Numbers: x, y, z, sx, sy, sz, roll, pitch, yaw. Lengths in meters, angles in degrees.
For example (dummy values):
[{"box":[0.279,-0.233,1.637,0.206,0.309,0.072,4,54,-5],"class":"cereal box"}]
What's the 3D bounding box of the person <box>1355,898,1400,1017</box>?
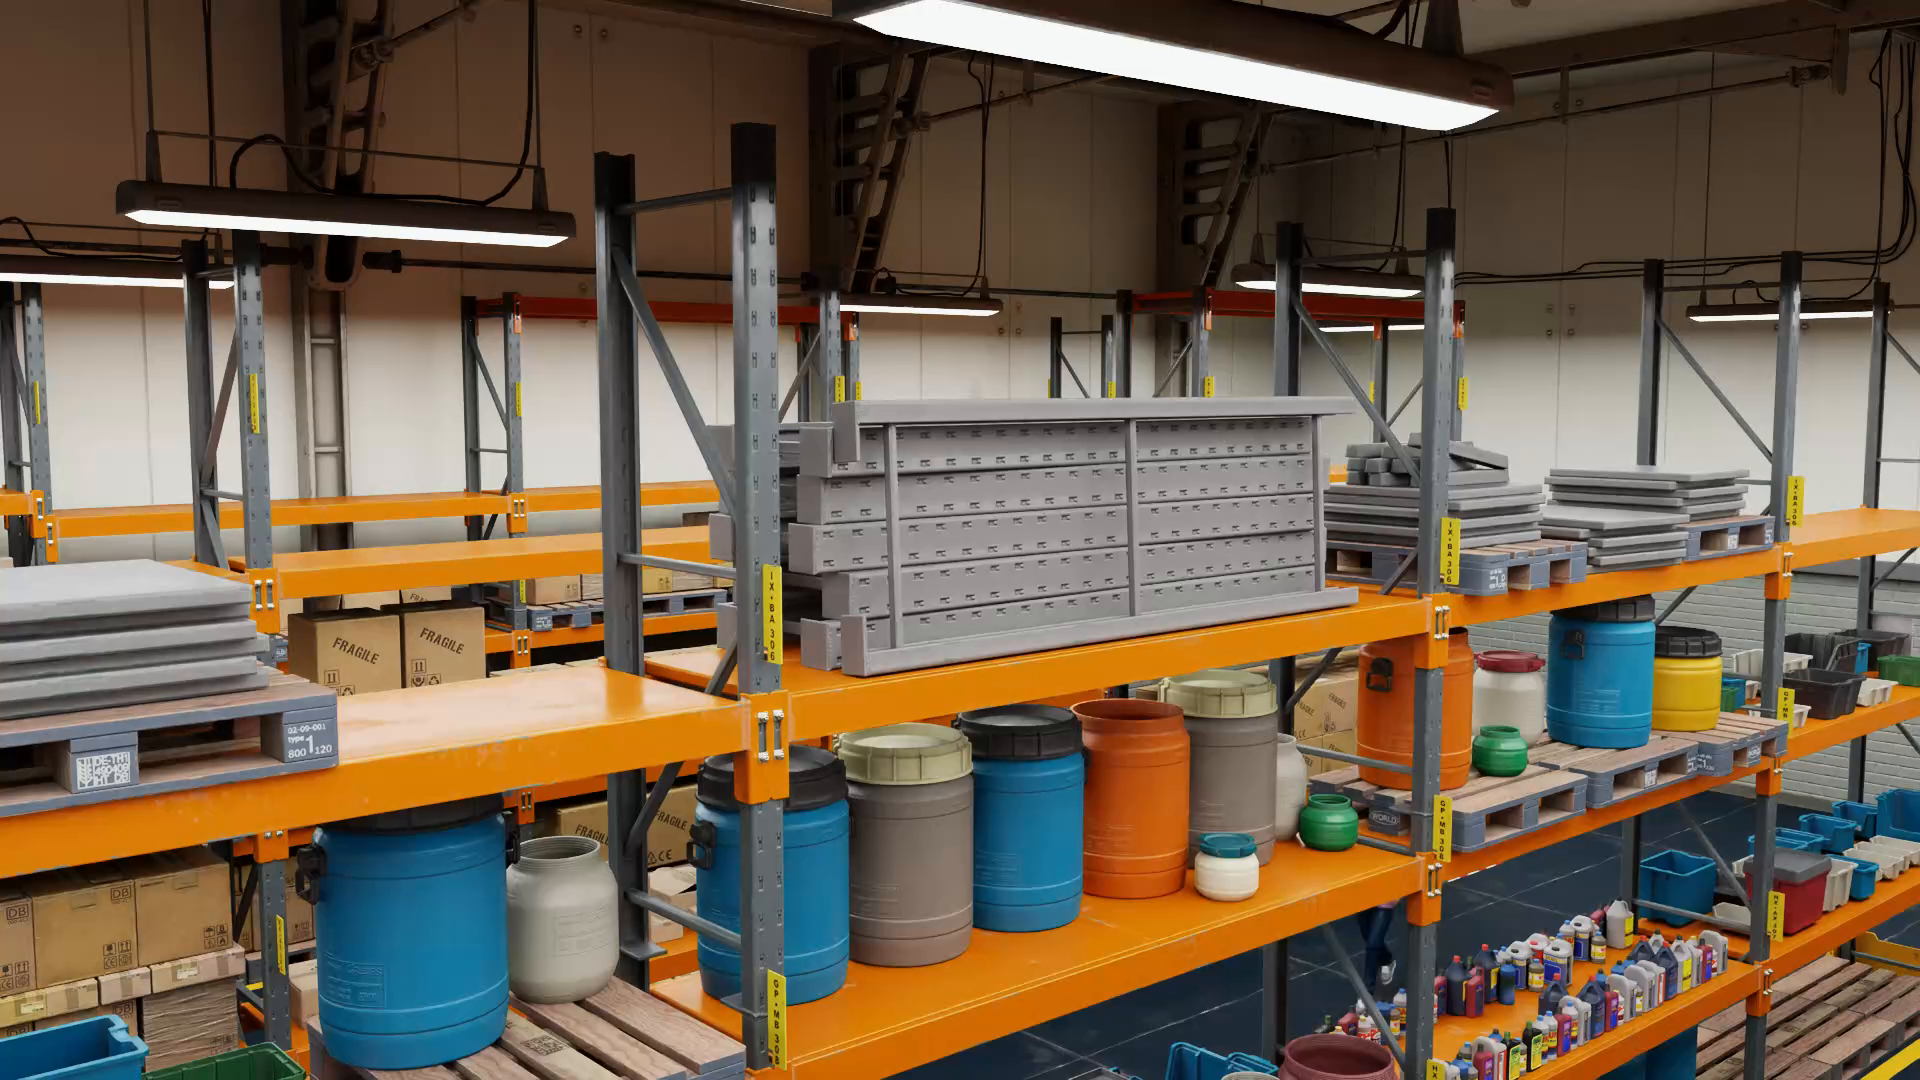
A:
[{"box":[3.452,3.051,13.837,0.534,1.616,0.863,5,7,40],"class":"person"}]
